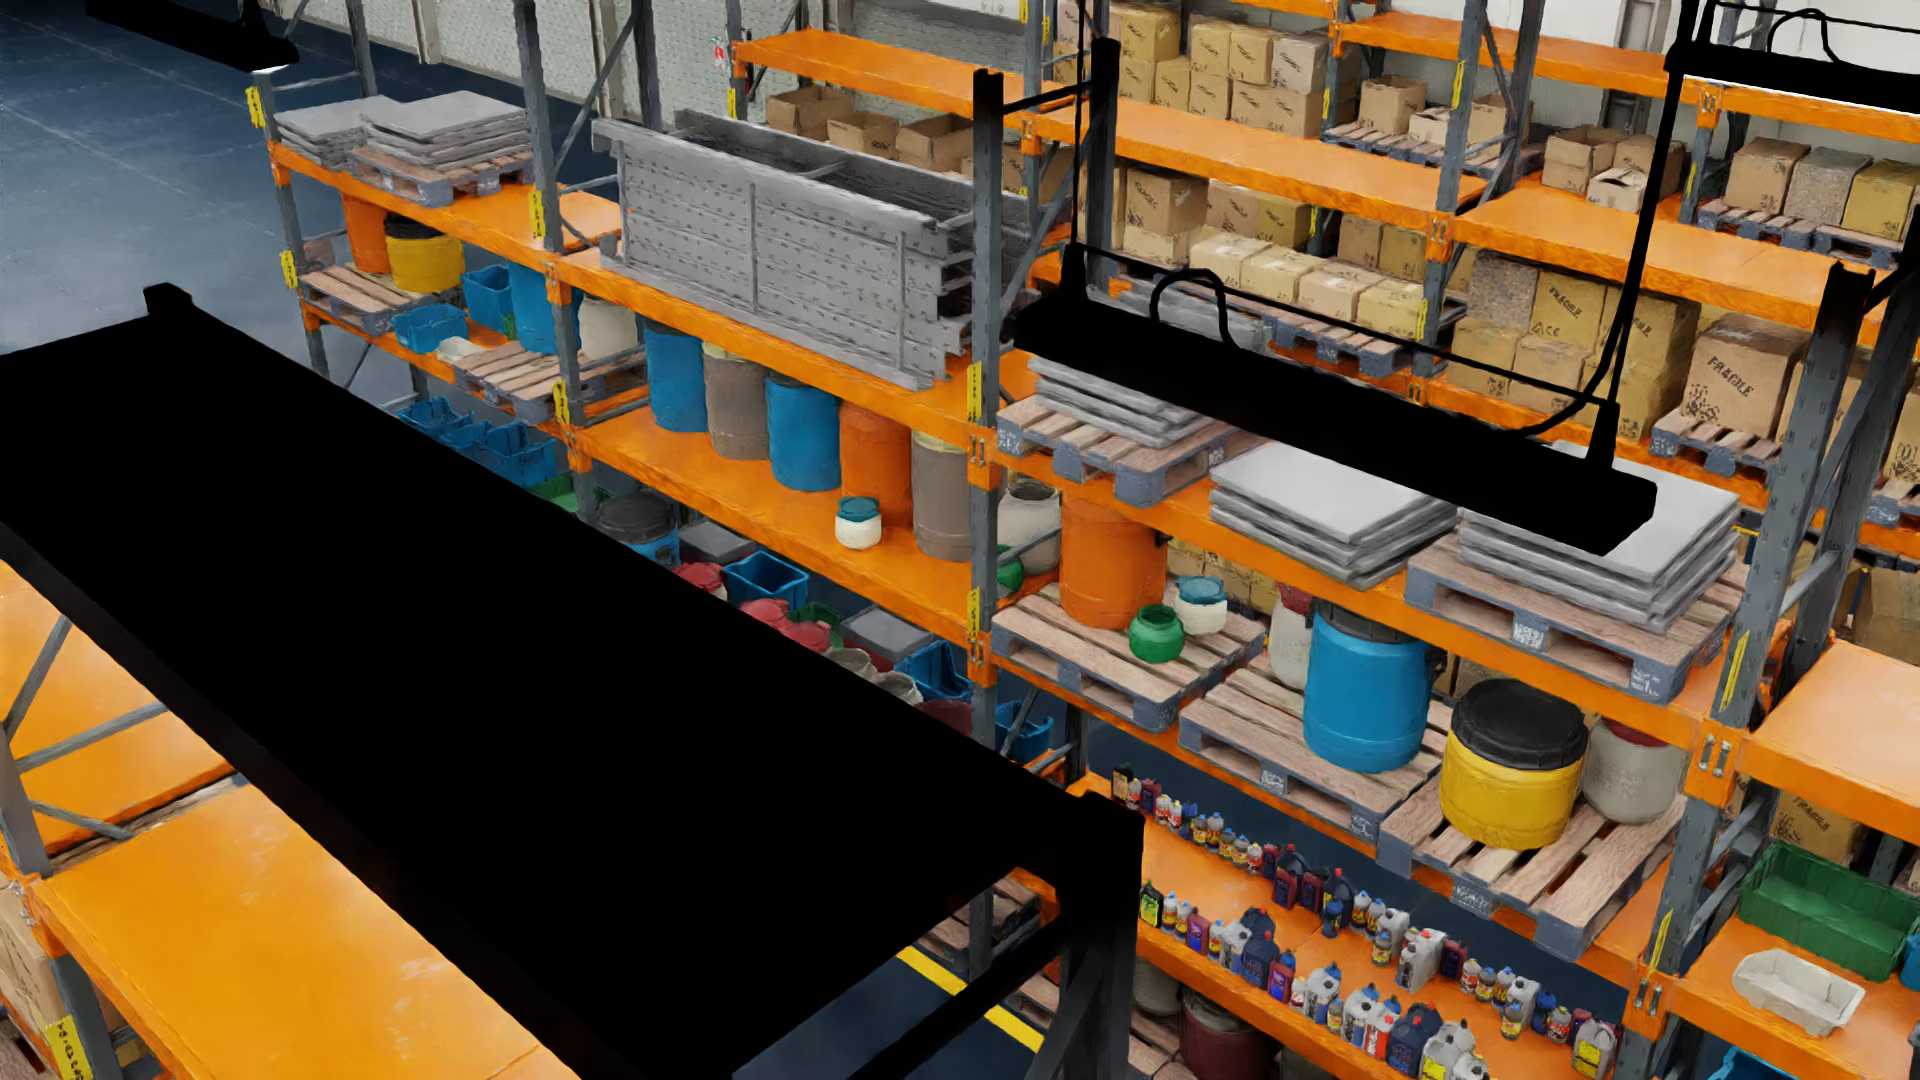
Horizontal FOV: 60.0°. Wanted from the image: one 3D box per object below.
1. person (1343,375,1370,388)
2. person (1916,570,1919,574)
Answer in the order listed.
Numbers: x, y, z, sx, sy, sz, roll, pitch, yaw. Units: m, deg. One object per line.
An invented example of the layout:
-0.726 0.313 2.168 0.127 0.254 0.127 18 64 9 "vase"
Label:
3.825 -0.865 16.124 0.456 1.587 1.088 -26 38 -38 "person"
8.367 0.243 14.172 1.019 1.595 0.456 24 37 36 "person"
